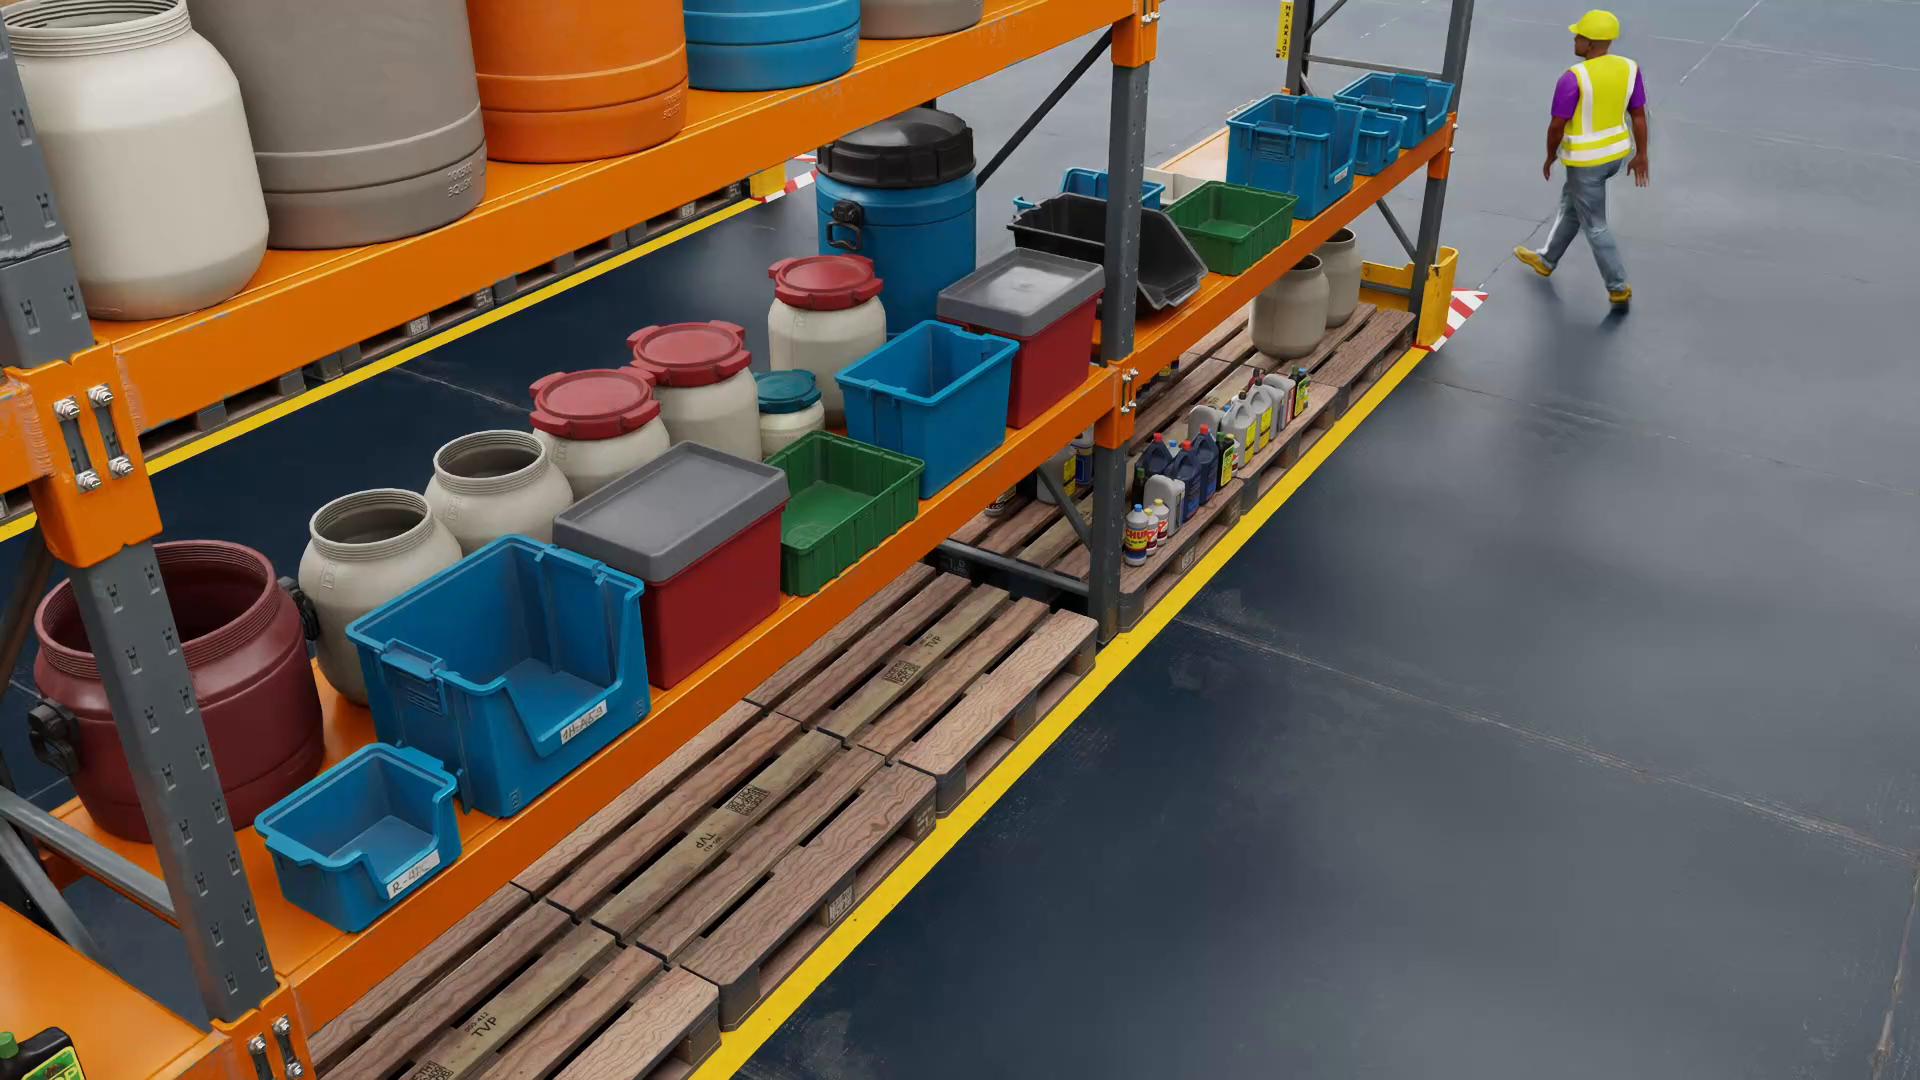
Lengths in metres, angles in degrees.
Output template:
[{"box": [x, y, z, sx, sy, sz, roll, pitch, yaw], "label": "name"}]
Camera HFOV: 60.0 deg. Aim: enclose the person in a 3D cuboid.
[{"box": [3.812, -2.340, 10.150, 0.602, 1.715, 0.958, -14, 33, -22], "label": "person"}]
